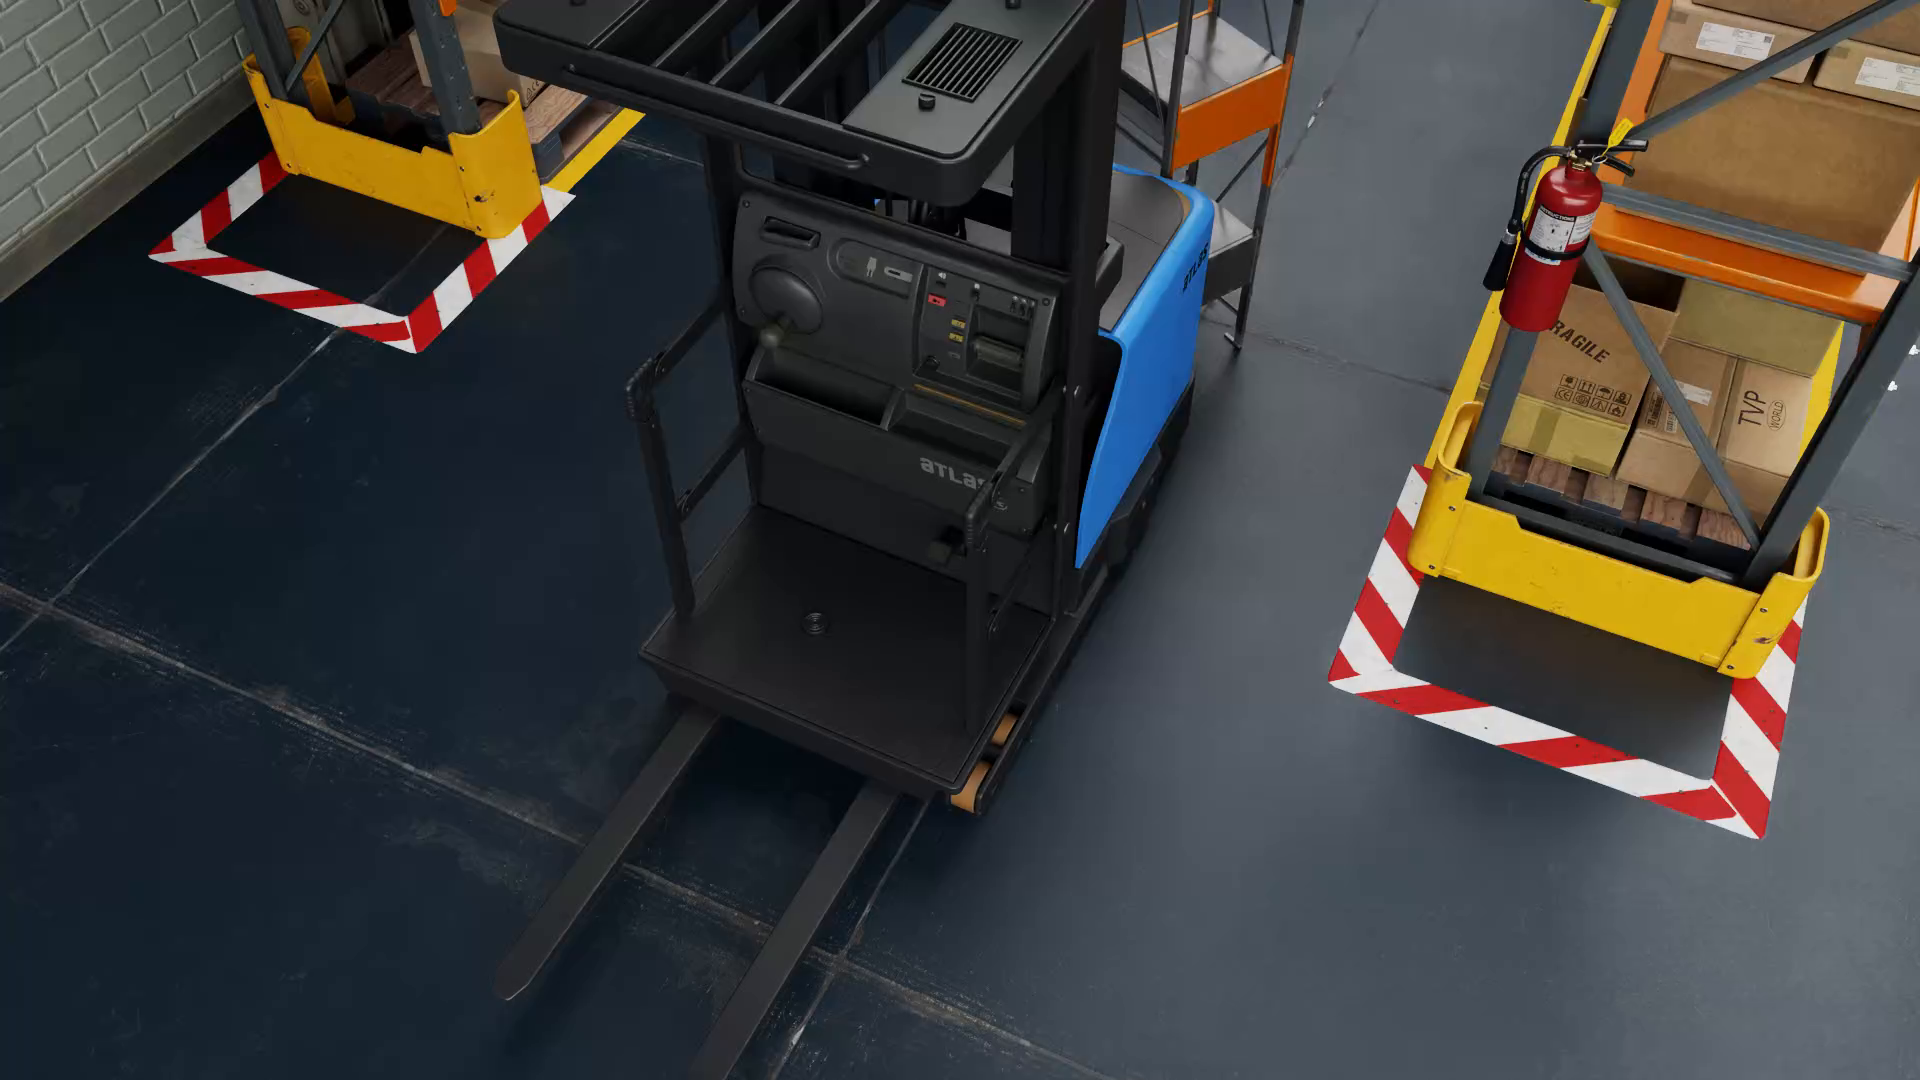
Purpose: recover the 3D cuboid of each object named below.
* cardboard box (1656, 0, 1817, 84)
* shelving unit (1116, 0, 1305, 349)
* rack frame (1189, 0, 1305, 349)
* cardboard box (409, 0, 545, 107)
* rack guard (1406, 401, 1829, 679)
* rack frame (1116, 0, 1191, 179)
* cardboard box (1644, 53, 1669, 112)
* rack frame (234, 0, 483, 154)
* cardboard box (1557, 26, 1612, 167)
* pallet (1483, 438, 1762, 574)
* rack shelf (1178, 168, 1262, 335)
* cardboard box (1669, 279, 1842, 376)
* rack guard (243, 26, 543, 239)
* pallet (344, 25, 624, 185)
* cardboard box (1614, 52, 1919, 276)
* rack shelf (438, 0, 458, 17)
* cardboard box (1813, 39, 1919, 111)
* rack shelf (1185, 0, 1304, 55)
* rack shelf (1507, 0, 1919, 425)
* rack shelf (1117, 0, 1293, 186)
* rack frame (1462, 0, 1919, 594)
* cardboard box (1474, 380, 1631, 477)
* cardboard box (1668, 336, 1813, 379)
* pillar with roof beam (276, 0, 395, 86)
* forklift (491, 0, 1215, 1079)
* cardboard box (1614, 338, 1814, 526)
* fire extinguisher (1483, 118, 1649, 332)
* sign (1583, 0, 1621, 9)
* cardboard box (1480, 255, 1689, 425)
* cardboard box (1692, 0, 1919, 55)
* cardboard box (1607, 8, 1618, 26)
[{"bbox_3d":[2.111,-1.399,4.480,0.380,0.149,0.250,19,52,15],"label":"cardboard box"},{"bbox_3d":[0.765,-1.433,5.589,0.503,2.100,0.431,-28,55,-22],"label":"shelving unit"},{"bbox_3d":[0.965,-1.539,5.680,0.015,2.100,0.400,-28,55,-22],"label":"rack frame"},{"bbox_3d":[-1.983,-2.159,7.094,0.500,0.311,0.500,14,51,12],"label":"cardboard box"},{"bbox_3d":[2.110,-0.005,5.426,1.175,0.500,0.348,20,52,16],"label":"rack guard"},{"bbox_3d":[0.565,-1.326,5.498,0.015,2.100,0.400,-28,55,-22],"label":"rack frame"},{"bbox_3d":[2.552,-1.545,5.029,0.700,0.500,0.500,21,53,17],"label":"cardboard box"},{"bbox_3d":[-2.360,-2.441,5.857,1.000,3.000,0.127,20,52,16],"label":"rack frame"},{"bbox_3d":[2.495,-1.479,6.076,0.500,0.500,0.500,20,52,16],"label":"cardboard box"},{"bbox_3d":[2.409,-0.468,6.010,1.003,0.211,1.213,20,52,16],"label":"pallet"},{"bbox_3d":[0.762,-0.972,6.133,0.480,0.518,0.431,-28,55,-22],"label":"rack shelf"},{"bbox_3d":[2.763,-0.962,5.636,0.500,0.500,0.500,20,52,16],"label":"cardboard box"},{"bbox_3d":[-2.327,-1.683,6.854,1.175,0.500,0.348,20,52,16],"label":"rack guard"},{"bbox_3d":[-1.948,-2.138,7.430,1.003,0.211,1.213,20,52,16],"label":"pallet"},{"bbox_3d":[2.332,-1.181,4.720,0.700,0.500,0.500,20,52,16],"label":"cardboard box"},{"bbox_3d":[-1.506,-3.585,7.303,1.077,0.370,4.000,20,52,16],"label":"rack shelf"},{"bbox_3d":[2.483,-1.274,4.373,0.380,0.149,0.250,19,52,16],"label":"cardboard box"},{"bbox_3d":[0.768,-1.876,5.065,0.480,0.518,0.431,-28,55,-22],"label":"rack shelf"},{"bbox_3d":[2.975,-1.976,5.934,1.077,0.370,4.000,20,52,16],"label":"rack shelf"},{"bbox_3d":[0.765,-1.424,5.599,0.480,0.518,0.431,-28,55,-22],"label":"rack shelf"},{"bbox_3d":[2.121,-0.832,4.488,1.000,3.000,0.127,20,52,16],"label":"rack frame"},{"bbox_3d":[2.082,-0.542,5.771,0.500,0.250,0.500,20,52,16],"label":"cardboard box"},{"bbox_3d":[2.761,-0.719,5.922,0.500,0.250,0.500,20,52,16],"label":"cardboard box"},{"bbox_3d":[1.049,-3.748,3.030,9.100,9.000,0.400,20,52,16],"label":"pillar with roof beam"},{"bbox_3d":[-0.281,-0.520,4.268,1.130,2.935,3.031,21,53,17],"label":"forklift"},{"bbox_3d":[2.551,-0.374,5.628,0.500,0.250,0.500,20,52,16],"label":"cardboard box"},{"bbox_3d":[1.650,-0.876,4.577,0.296,0.674,0.183,20,52,16],"label":"fire extinguisher"},{"bbox_3d":[1.636,-1.470,4.115,0.100,0.325,0.005,20,52,16],"label":"sign"},{"bbox_3d":[2.081,-0.786,5.486,0.500,0.500,0.500,20,52,16],"label":"cardboard box"},{"bbox_3d":[2.354,-1.638,4.257,0.700,0.500,0.500,20,52,16],"label":"cardboard box"},{"bbox_3d":[2.709,-1.823,6.369,0.500,0.500,0.500,20,52,16],"label":"cardboard box"}]
